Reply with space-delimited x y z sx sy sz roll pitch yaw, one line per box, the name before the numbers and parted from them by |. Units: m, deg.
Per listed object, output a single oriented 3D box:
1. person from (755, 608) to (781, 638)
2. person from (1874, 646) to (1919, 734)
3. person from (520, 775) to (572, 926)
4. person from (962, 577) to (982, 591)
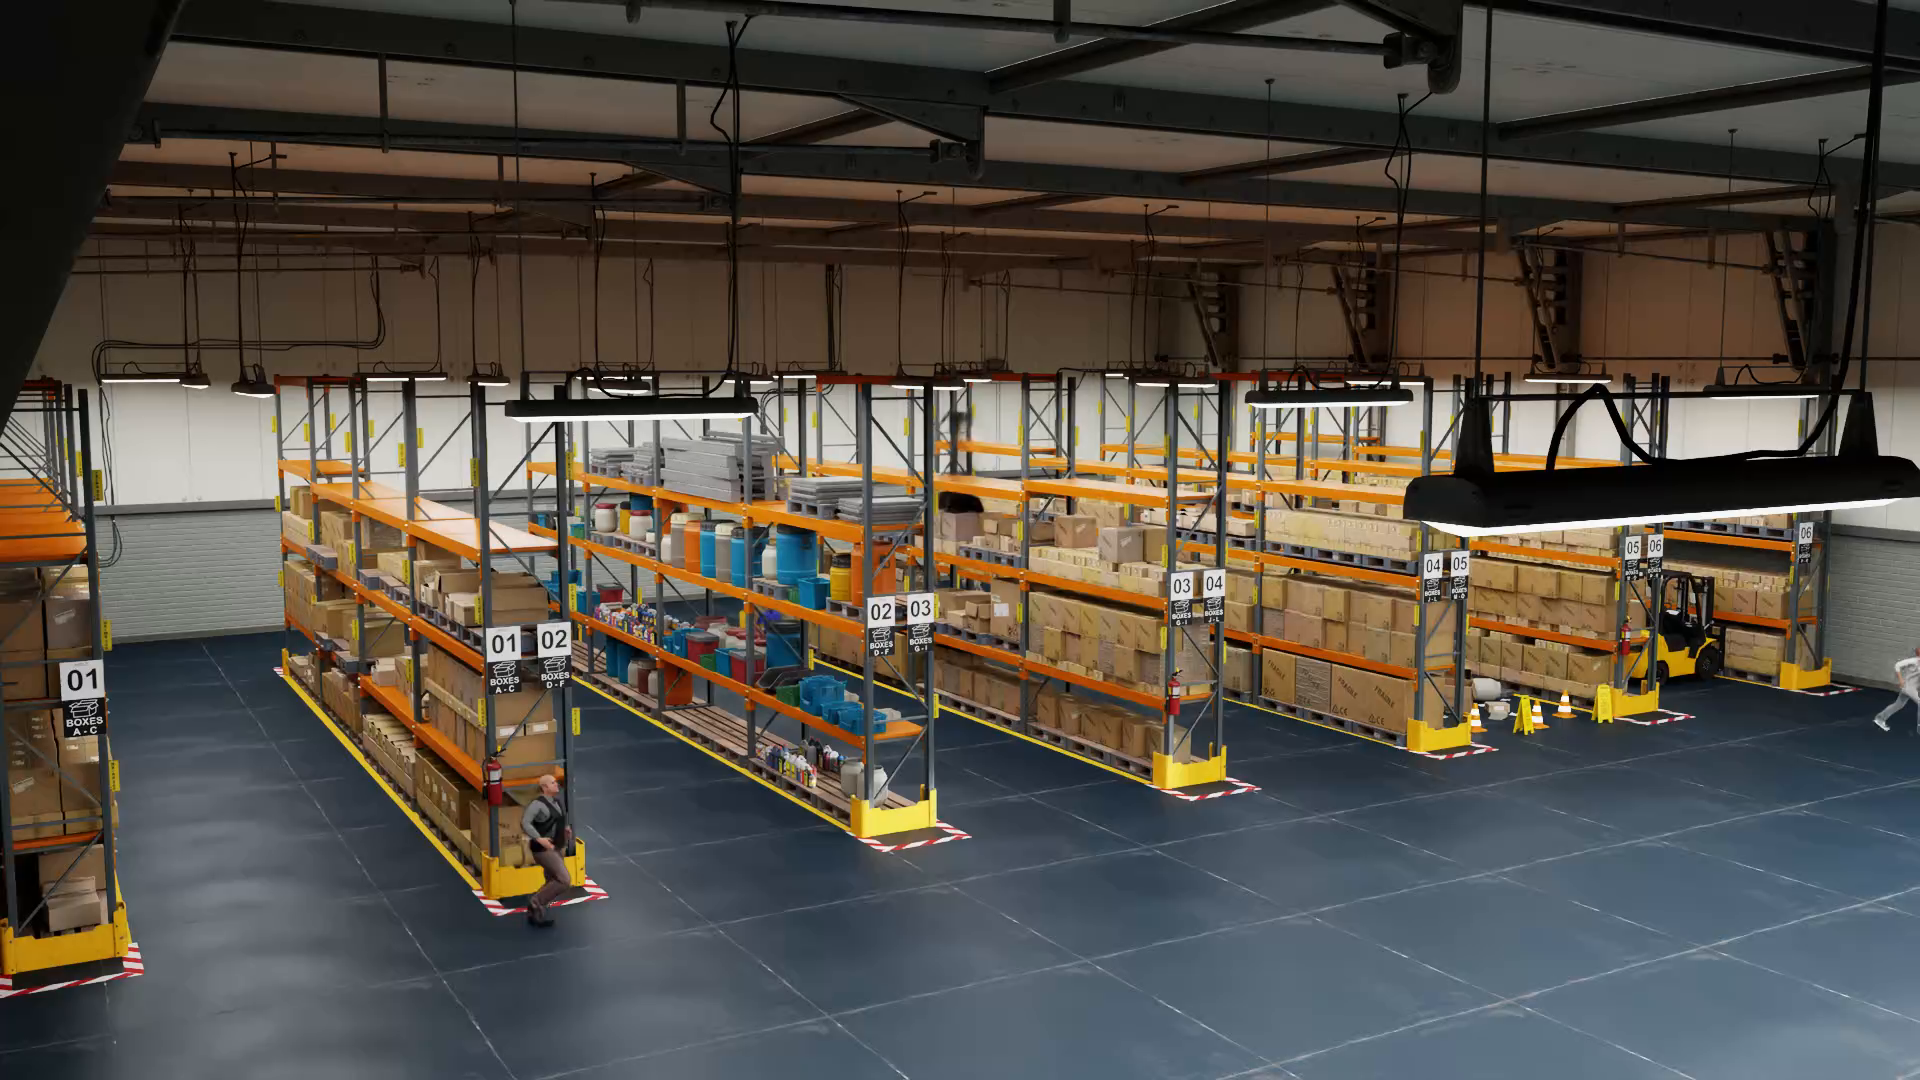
person | -3.739 1.948 32.801 0.571 1.602 0.646 -5 8 -38
person | 15.801 2.518 27.805 0.887 1.595 0.535 6 9 44
person | -4.579 3.458 18.591 0.538 1.679 0.693 1 6 6
person | 0.326 0.770 42.850 0.675 1.768 0.696 6 9 43
